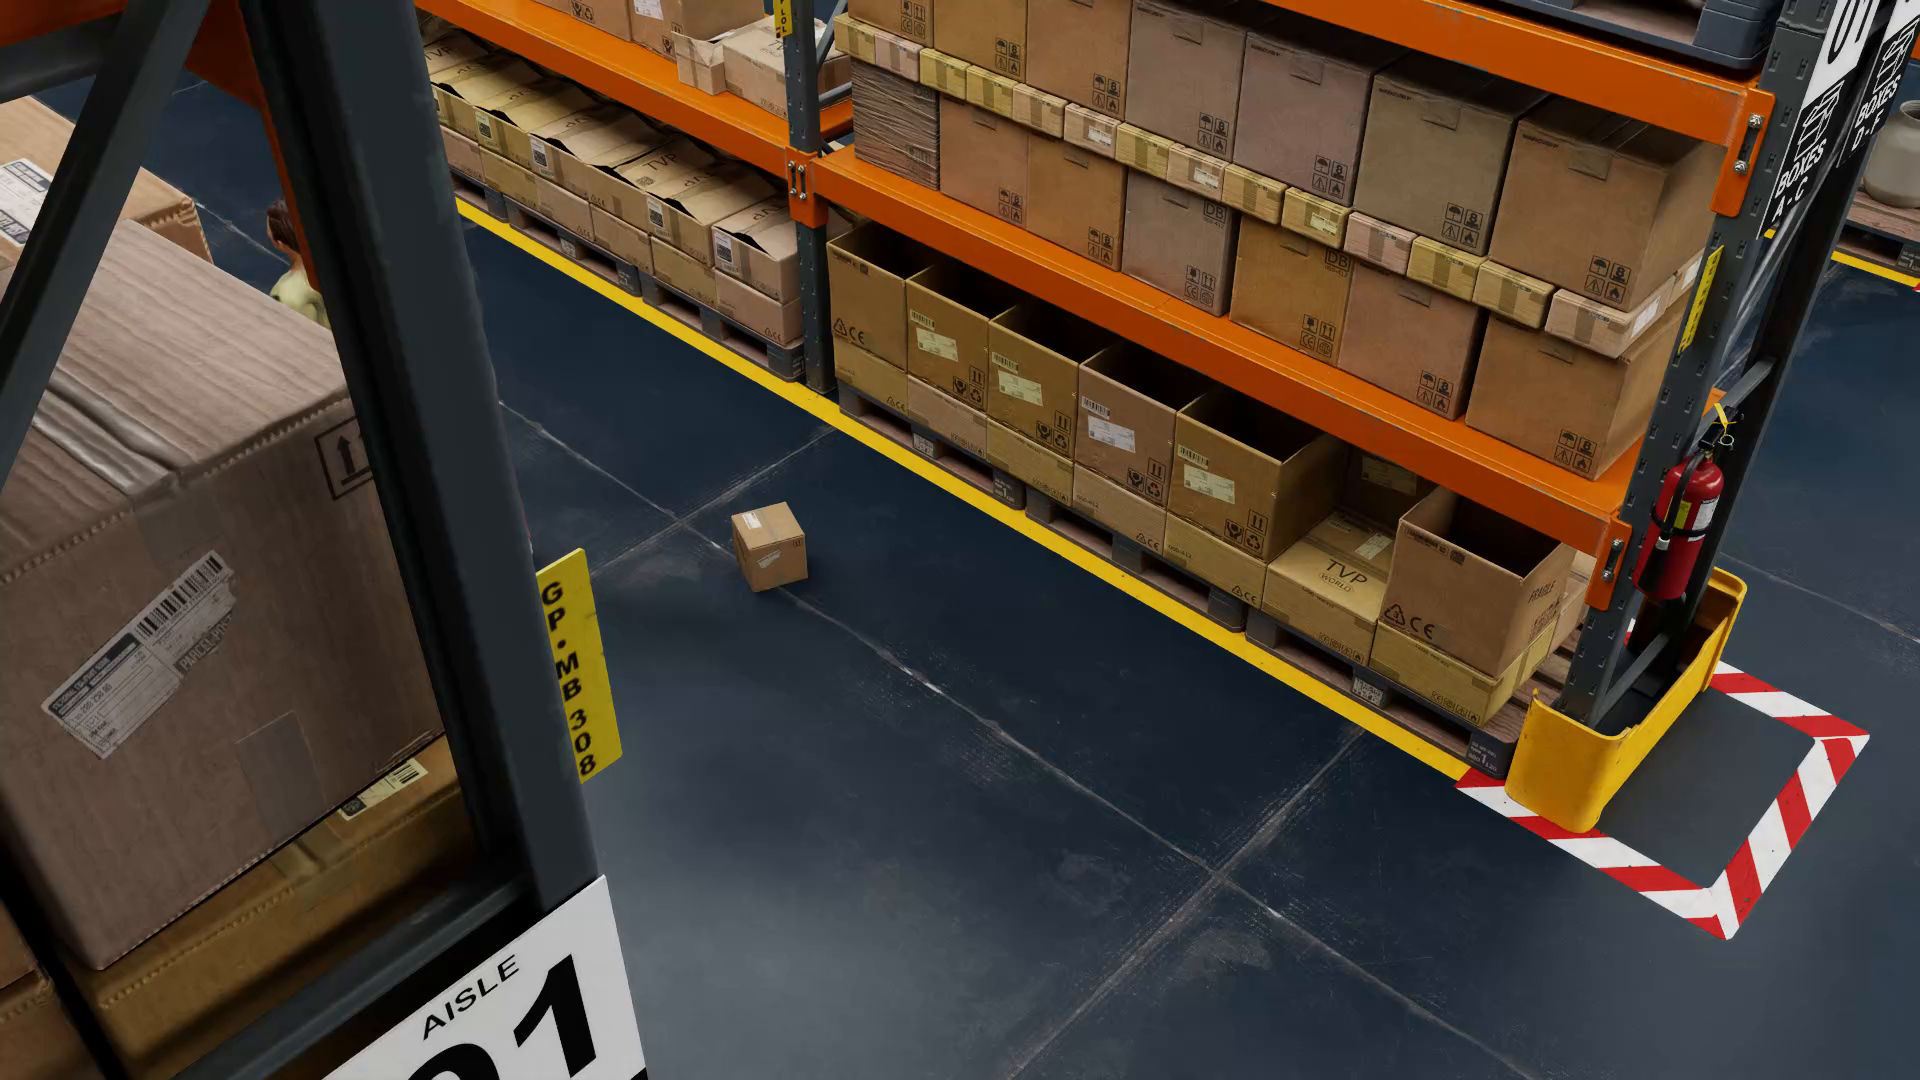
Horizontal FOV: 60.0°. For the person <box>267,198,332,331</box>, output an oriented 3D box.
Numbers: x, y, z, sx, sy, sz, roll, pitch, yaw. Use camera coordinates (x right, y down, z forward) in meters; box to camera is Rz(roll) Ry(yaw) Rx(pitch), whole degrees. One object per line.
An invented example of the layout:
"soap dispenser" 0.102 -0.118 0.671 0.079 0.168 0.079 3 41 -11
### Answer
"person" -2.594 -0.694 6.974 0.702 1.652 0.449 11 41 13
